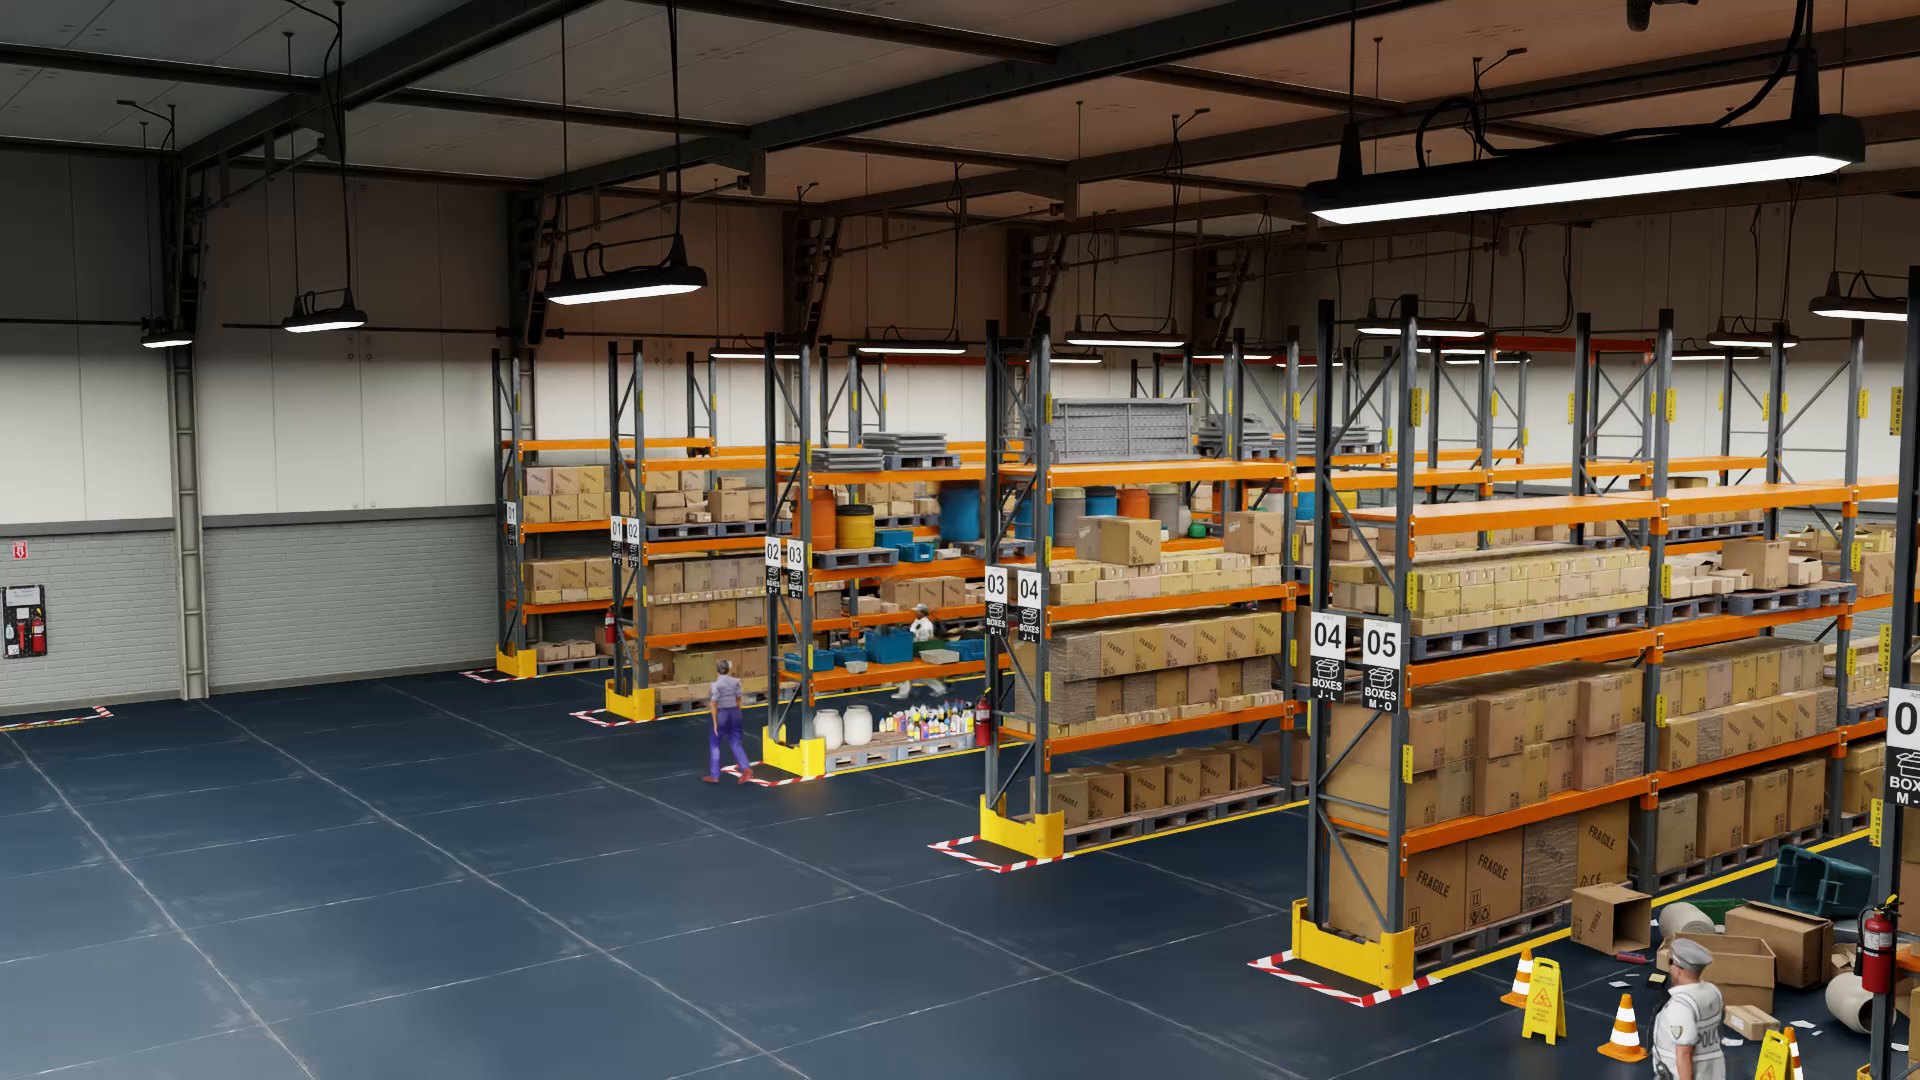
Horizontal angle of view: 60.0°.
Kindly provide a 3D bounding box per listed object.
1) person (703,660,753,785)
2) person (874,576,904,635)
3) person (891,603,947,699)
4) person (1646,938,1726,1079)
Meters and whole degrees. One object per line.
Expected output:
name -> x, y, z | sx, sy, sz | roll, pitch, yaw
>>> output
person -> -3.078, 2.414, 22.032 | 0.473, 1.653, 0.670 | -4, 6, -36
person -> -1.490, 1.378, 33.574 | 0.568, 1.621, 1.051 | 5, 7, 44
person -> -0.676, 1.780, 26.782 | 1.004, 1.536, 0.515 | -2, 5, -20
person -> 4.641, 3.385, 10.484 | 0.569, 1.711, 1.064 | -3, 6, -31
